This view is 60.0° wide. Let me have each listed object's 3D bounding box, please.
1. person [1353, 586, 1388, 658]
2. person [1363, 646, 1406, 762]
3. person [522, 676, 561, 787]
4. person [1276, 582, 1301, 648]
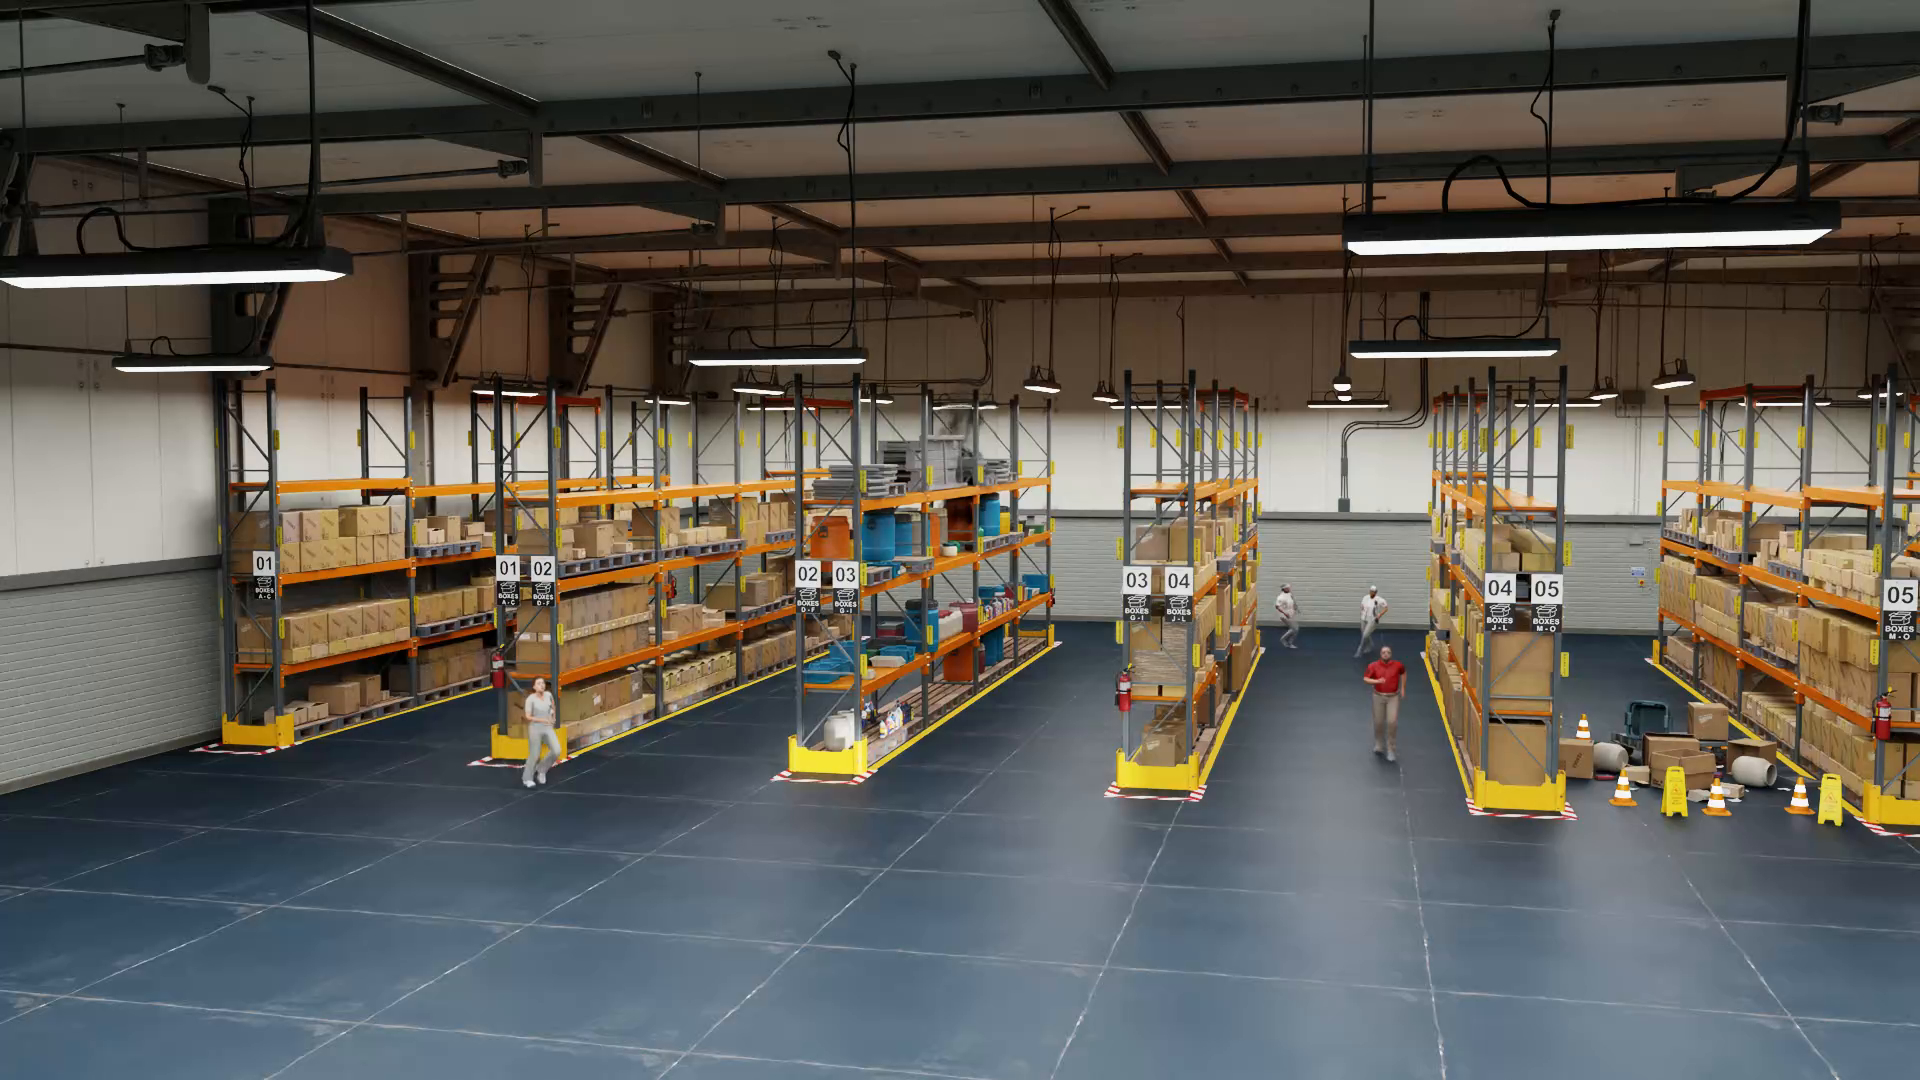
[{"bbox_3d":[9.500,1.886,38.402,0.827,1.676,0.643,-3,5,-41],"label":"person"},{"bbox_3d":[6.716,2.557,26.301,0.664,1.793,0.847,1,4,13],"label":"person"},{"bbox_3d":[-5.984,2.744,23.820,0.584,1.621,0.773,-3,5,-43],"label":"person"},{"bbox_3d":[7.891,1.819,39.894,0.478,1.637,0.632,3,4,37],"label":"person"}]
